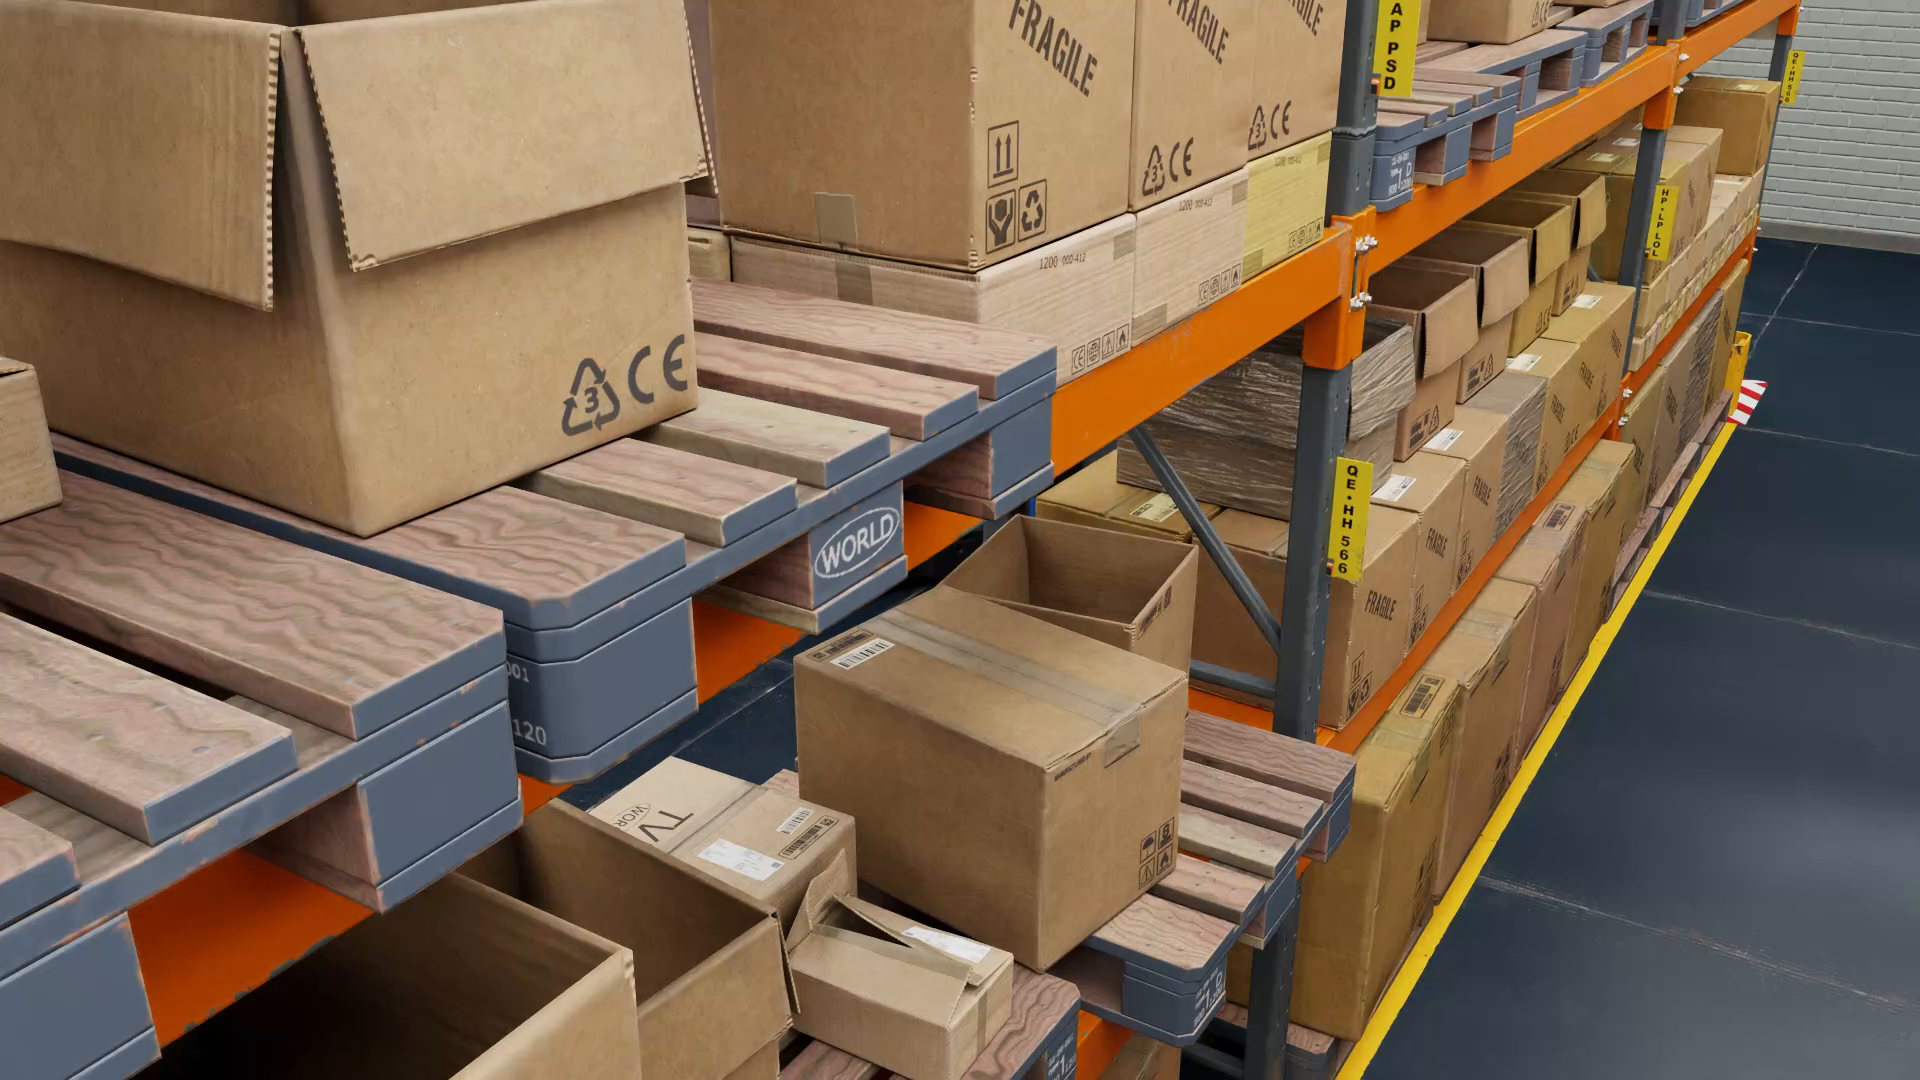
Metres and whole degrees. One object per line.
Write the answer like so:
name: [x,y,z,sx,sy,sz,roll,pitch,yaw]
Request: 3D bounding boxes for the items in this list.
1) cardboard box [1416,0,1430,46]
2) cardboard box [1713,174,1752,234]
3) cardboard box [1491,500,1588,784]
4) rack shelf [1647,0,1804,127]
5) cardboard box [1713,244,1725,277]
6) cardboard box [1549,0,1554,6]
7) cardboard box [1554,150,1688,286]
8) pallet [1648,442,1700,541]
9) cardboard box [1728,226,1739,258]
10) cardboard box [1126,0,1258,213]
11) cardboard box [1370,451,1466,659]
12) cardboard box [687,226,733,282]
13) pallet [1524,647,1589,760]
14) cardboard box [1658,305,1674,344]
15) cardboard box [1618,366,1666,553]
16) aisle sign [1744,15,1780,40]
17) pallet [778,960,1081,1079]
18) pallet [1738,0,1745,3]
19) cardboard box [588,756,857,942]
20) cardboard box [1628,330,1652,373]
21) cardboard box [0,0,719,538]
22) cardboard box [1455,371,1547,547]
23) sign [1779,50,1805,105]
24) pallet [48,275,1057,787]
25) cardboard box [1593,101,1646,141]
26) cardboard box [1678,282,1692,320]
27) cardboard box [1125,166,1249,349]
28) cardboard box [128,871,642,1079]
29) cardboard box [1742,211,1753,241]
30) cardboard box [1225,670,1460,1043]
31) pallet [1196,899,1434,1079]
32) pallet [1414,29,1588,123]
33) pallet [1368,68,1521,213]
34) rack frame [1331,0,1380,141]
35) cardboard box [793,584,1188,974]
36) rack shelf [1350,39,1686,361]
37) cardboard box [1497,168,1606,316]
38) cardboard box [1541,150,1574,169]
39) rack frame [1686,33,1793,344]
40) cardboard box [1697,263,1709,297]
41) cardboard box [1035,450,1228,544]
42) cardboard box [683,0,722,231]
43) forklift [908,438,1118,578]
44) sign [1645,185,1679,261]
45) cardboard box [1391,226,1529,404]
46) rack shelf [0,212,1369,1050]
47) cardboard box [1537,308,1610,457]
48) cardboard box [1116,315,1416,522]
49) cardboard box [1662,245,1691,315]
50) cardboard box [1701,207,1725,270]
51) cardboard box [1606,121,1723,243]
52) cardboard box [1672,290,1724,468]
cardboard box: [1.163,-1.811,5.229,0.500,0.500,0.500,16,28,32]
cardboard box: [4.443,-2.043,10.008,0.500,0.250,0.500,13,27,28]
cardboard box: [1.840,0.289,6.953,1.225,0.875,0.875,13,27,27]
rack shelf: [3.687,-2.737,8.927,1.077,0.370,4.000,14,27,29]
cardboard box: [4.160,-1.629,9.552,0.380,0.149,0.250,14,27,29]
cardboard box: [1.976,-2.193,6.347,0.500,0.311,0.500,13,27,27]
cardboard box: [3.101,-1.535,7.892,0.500,0.500,0.500,14,27,29]
pallet: [3.742,-0.390,9.884,1.003,0.211,1.213,14,27,29]
cardboard box: [4.431,-1.804,9.958,0.380,0.149,0.250,14,27,30]
cardboard box: [0.221,-0.929,3.089,0.500,0.500,0.500,14,27,29]
cardboard box: [1.279,0.007,5.332,0.500,0.500,0.500,13,27,28]
cardboard box: [-0.477,-0.519,3.087,0.500,0.250,0.500,15,27,30]
pallet: [2.289,0.540,7.736,1.003,0.211,1.213,14,27,29]
cardboard box: [3.347,-1.108,8.350,0.380,0.149,0.250,15,28,31]
cardboard box: [3.048,-0.439,8.635,0.875,0.875,0.875,14,27,29]
aisle sign: [5.034,-3.520,10.333,0.394,0.787,0.004,14,27,29]
pallet: [-0.488,1.099,3.177,1.003,0.211,1.213,14,27,29]
pallet: [3.716,-3.036,8.822,1.003,0.211,1.213,14,27,29]
cardboard box: [-0.558,0.728,3.453,0.500,0.250,0.500,13,27,27]
cardboard box: [3.070,-0.930,7.940,0.380,0.149,0.250,14,27,29]
cardboard box: [-0.760,-0.388,1.937,0.797,0.503,0.637,15,28,31]
cardboard box: [1.812,-0.335,6.122,0.500,0.500,0.500,14,27,29]
sign: [5.195,-2.887,10.388,0.100,0.325,0.005,14,27,29]
pallet: [-0.628,-0.143,2.264,1.213,0.211,1.003,14,27,29]
cardboard box: [3.727,-2.327,9.720,0.500,0.500,0.500,13,27,28]
cardboard box: [3.619,-1.284,8.756,0.380,0.149,0.250,13,27,28]
cardboard box: [0.229,-0.591,3.253,0.500,0.250,0.500,14,27,29]
cardboard box: [-1.050,0.978,1.932,1.000,1.000,1.000,14,27,29]
cardboard box: [4.698,-1.973,10.348,0.380,0.149,0.250,14,27,29]
cardboard box: [0.903,0.888,5.568,1.225,0.875,0.875,12,26,27]
pallet: [1.001,1.364,5.834,1.003,0.211,1.213,14,27,29]
pallet: [1.404,-1.562,5.544,1.003,0.211,1.213,15,28,31]
pallet: [0.816,-1.184,4.671,1.213,0.211,1.003,15,28,31]
rack frame: [0.522,-2.419,3.510,1.000,3.000,0.127,14,27,29]
cardboard box: [0.061,0.496,3.674,0.700,0.500,0.500,19,30,37]
rack shelf: [1.577,-1.387,5.808,1.077,0.370,4.000,14,27,29]
cardboard box: [2.302,-1.305,7.099,0.797,0.503,0.637,13,27,28]
cardboard box: [2.647,-1.639,8.130,0.500,0.500,0.500,15,27,30]
rack frame: [4.742,-2.366,10.939,1.000,3.000,0.127,14,27,29]
cardboard box: [3.891,-1.457,9.156,0.380,0.149,0.250,13,27,27]
cardboard box: [0.571,0.070,5.187,0.500,0.500,0.500,15,27,31]
cardboard box: [-0.475,-0.871,2.956,0.500,0.500,0.500,13,27,27]
forklift: [0.658,-1.423,8.847,3.031,2.935,1.130,-8,25,-17]
sign: [3.098,-1.400,7.351,0.100,0.325,0.005,14,27,29]
cardboard box: [1.615,-0.862,6.078,0.797,0.503,0.637,15,27,31]
rack shelf: [-0.533,-0.037,2.689,1.077,0.370,4.000,14,27,29]
cardboard box: [2.350,-0.681,6.921,0.500,0.500,0.500,15,27,31]
cardboard box: [0.921,-0.415,5.045,0.797,0.503,0.637,15,28,31]
cardboard box: [3.369,-1.354,8.416,0.500,0.250,0.500,14,27,29]
cardboard box: [3.904,-1.695,9.203,0.500,0.250,0.500,14,27,29]
cardboard box: [3.638,-1.877,8.680,0.500,0.500,0.500,13,27,27]
cardboard box: [3.992,-1.043,10.030,0.875,0.875,0.875,14,27,29]
